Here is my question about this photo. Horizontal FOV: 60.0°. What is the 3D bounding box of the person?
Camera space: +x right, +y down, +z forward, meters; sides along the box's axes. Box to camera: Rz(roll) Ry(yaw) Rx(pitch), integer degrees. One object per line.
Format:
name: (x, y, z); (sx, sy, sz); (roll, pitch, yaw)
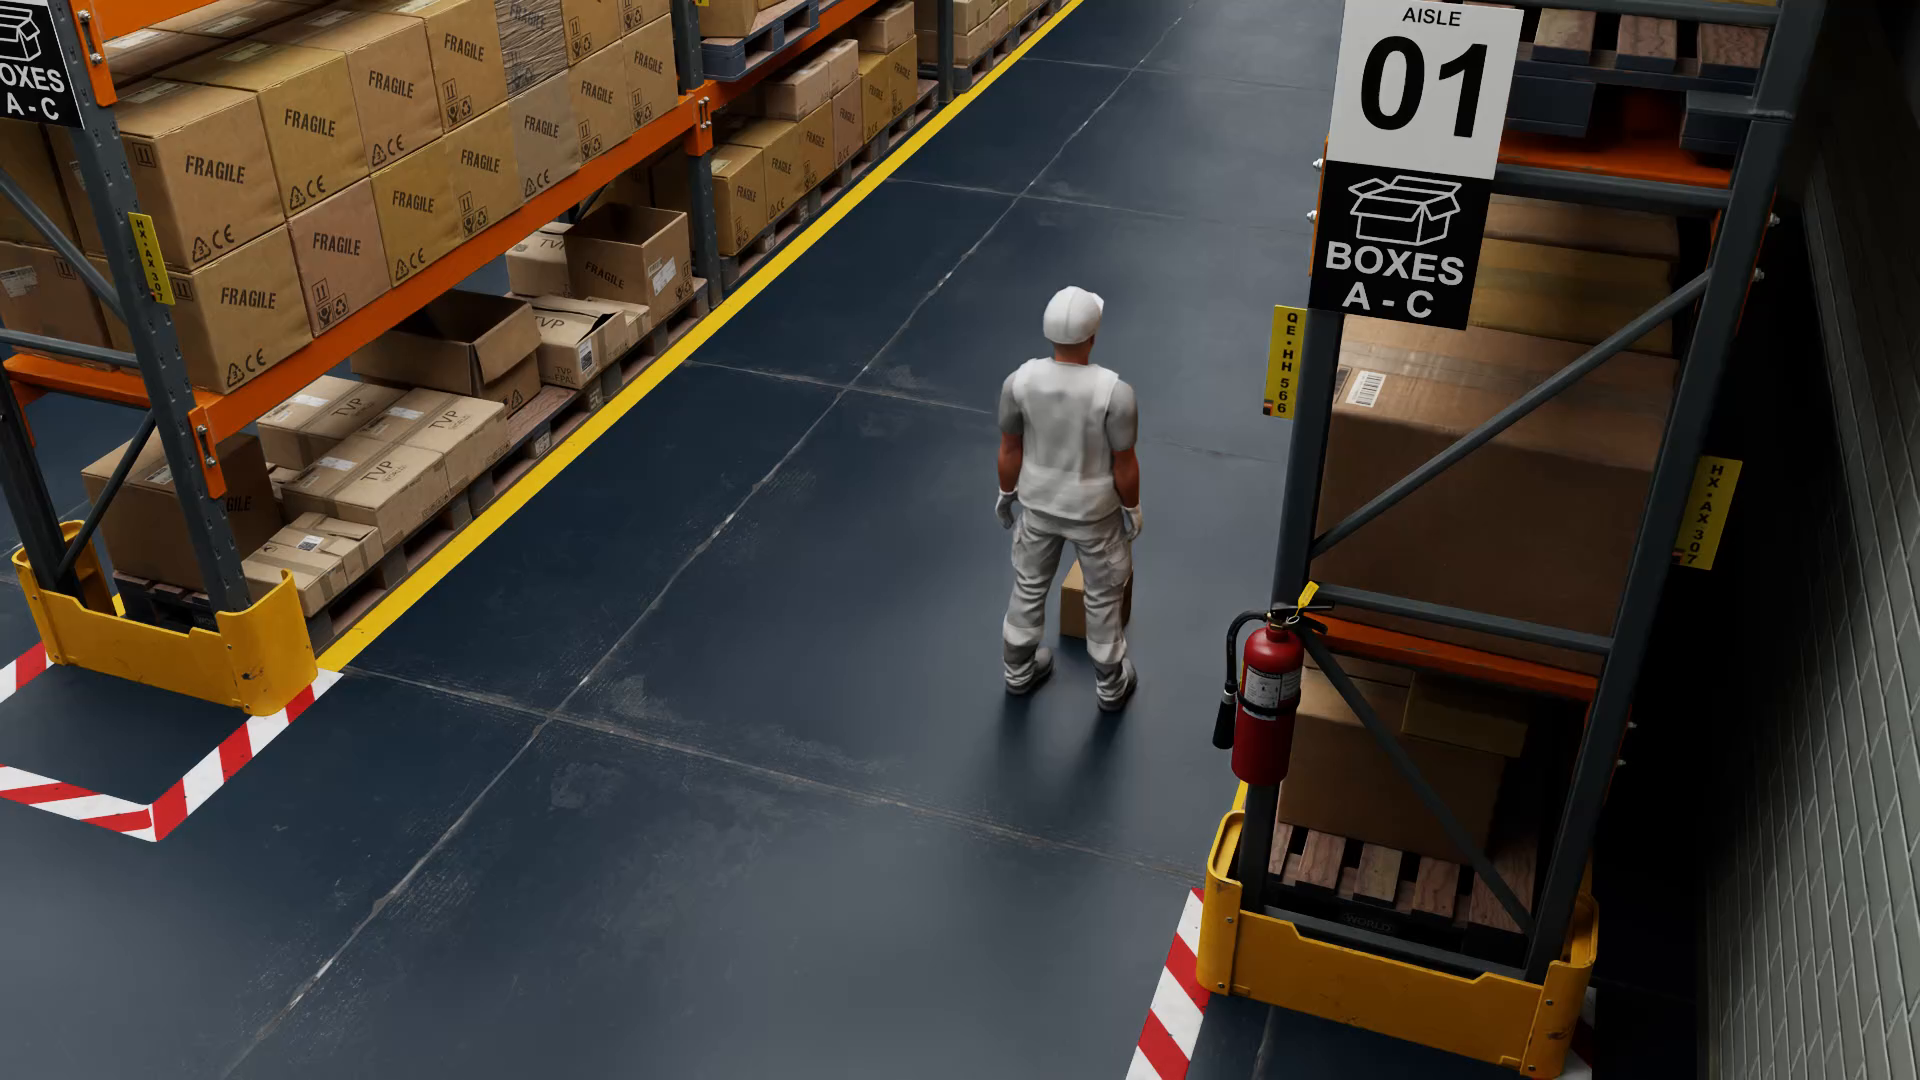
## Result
person: (0.424, -0.154, 6.347); (0.570, 1.790, 0.405); (14, 36, 21)
